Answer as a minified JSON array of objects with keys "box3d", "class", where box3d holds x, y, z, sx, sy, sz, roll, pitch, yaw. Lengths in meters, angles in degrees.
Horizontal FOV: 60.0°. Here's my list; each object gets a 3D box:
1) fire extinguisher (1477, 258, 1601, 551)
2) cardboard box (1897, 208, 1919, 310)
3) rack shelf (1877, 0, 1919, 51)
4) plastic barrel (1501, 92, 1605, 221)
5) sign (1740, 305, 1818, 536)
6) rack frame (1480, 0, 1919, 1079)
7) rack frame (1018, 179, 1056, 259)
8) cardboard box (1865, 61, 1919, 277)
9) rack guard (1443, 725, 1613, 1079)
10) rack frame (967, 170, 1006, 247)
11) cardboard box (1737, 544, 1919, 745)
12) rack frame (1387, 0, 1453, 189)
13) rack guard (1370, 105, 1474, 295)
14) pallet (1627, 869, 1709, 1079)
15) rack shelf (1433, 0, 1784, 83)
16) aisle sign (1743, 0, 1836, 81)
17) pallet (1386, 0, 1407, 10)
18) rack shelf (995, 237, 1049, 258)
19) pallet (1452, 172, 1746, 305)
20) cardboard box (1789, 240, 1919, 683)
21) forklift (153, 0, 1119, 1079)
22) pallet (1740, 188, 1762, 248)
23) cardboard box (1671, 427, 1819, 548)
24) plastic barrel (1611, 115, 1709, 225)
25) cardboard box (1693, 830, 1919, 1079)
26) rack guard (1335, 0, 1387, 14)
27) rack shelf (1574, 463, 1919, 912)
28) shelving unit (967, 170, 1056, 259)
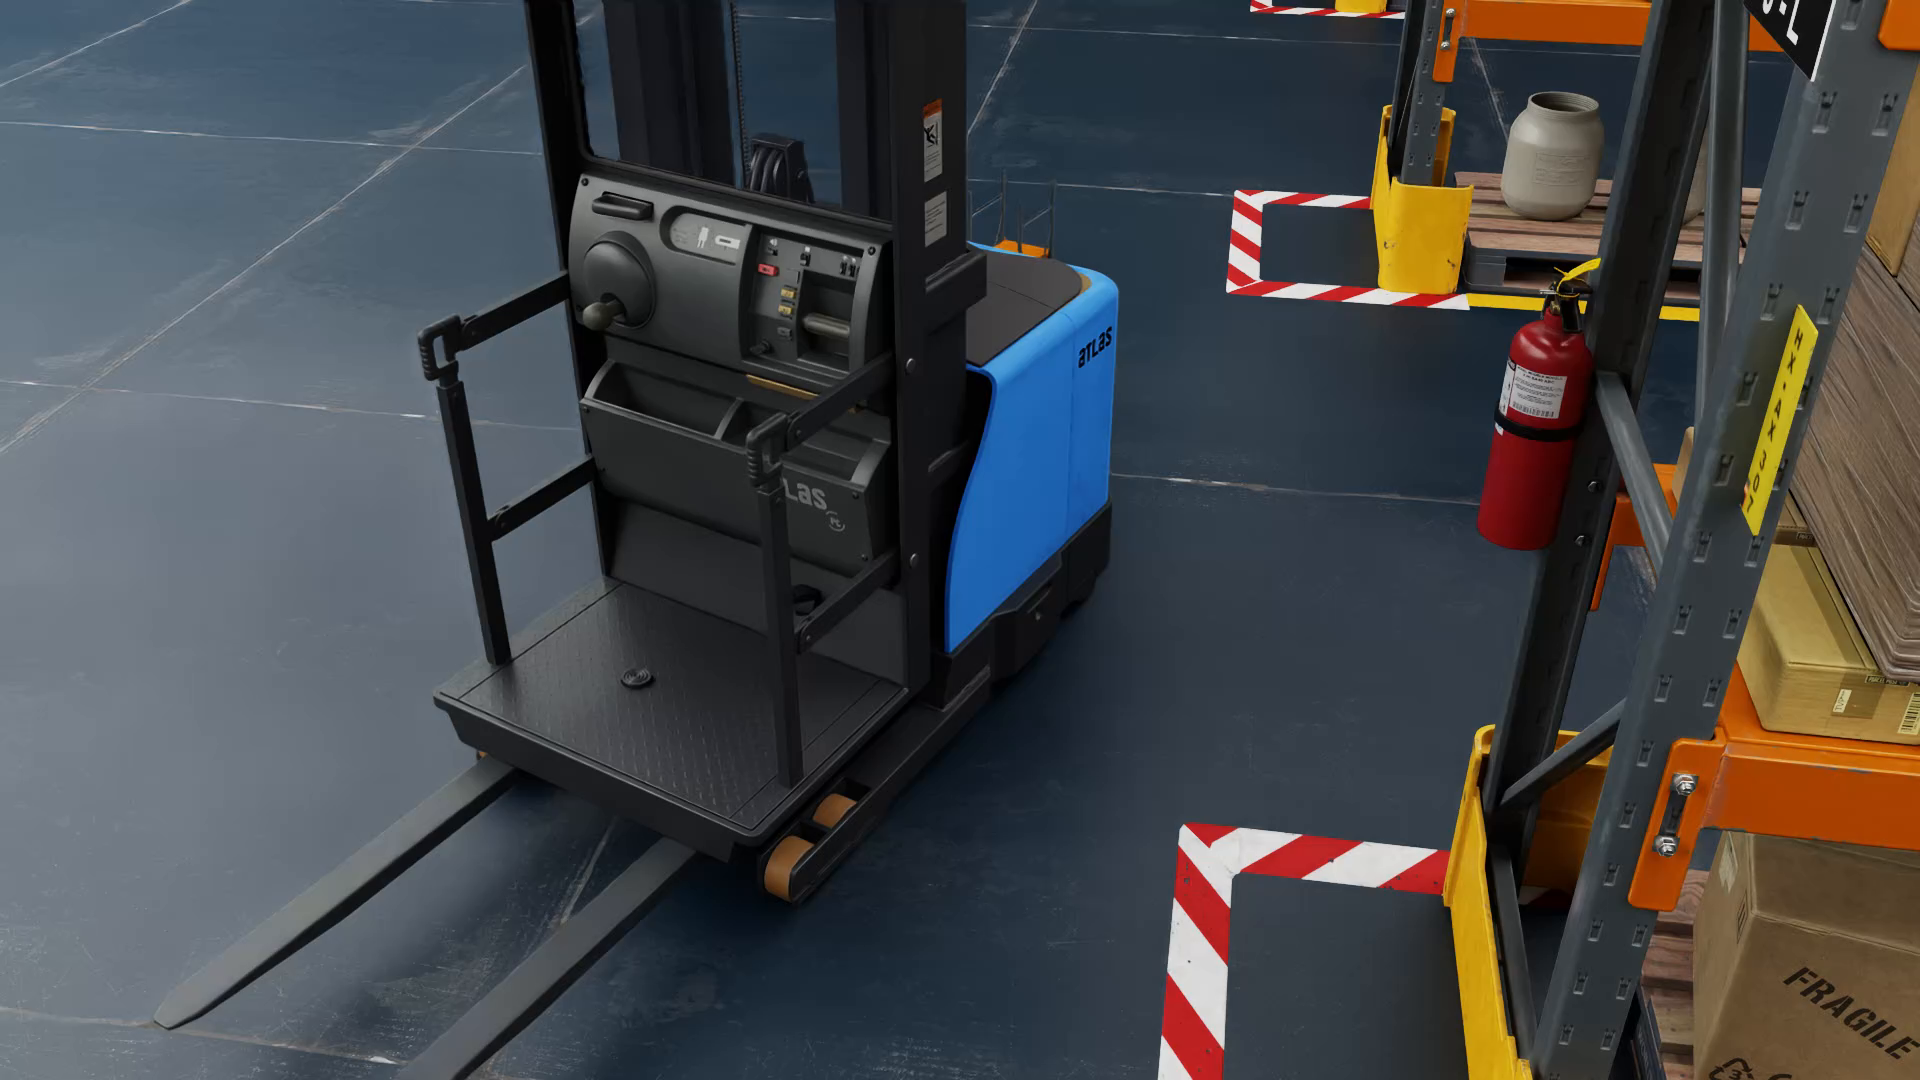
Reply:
[{"box3d":[1.223,-0.304,3.481,0.183,0.674,0.296,5,32,8],"class":"fire extinguisher"},{"box3d":[1.754,-0.486,2.382,0.500,0.500,0.500,5,32,8],"class":"cardboard box"},{"box3d":[3.229,-0.873,2.169,4.000,0.370,1.077,5,32,8],"class":"rack shelf"},{"box3d":[2.753,-1.780,7.716,0.421,0.512,0.421,0,32,0],"class":"plastic barrel"},{"box3d":[1.167,-0.169,2.376,0.005,0.325,0.100,5,32,8],"class":"sign"},{"box3d":[1.258,-0.085,3.059,0.127,3.000,1.000,5,32,8],"class":"rack frame"},{"box3d":[0.243,-0.593,5.566,0.006,1.200,0.240,17,36,25],"class":"rack frame"},{"box3d":[1.842,-0.758,2.817,0.500,0.500,0.500,5,32,8],"class":"cardboard box"},{"box3d":[1.333,0.981,3.712,0.348,0.500,1.175,5,32,8],"class":"rack guard"},{"box3d":[0.085,-0.642,5.644,0.006,1.200,0.240,17,36,25],"class":"rack frame"},{"box3d":[1.499,0.171,2.886,0.250,0.149,0.380,5,32,8],"class":"cardboard box"},{"box3d":[2.091,-2.676,7.198,0.127,3.000,1.000,5,32,8],"class":"rack frame"},{"box3d":[2.174,-1.634,7.889,0.348,0.500,1.175,5,32,8],"class":"rack guard"},{"box3d":[2.128,1.194,3.643,1.213,0.211,1.003,5,32,8],"class":"pallet"},{"box3d":[4.063,-2.192,7.103,4.000,0.370,1.077,5,32,8],"class":"rack shelf"},{"box3d":[1.146,-1.036,2.128,0.004,0.787,0.394,5,32,8],"class":"aisle sign"},{"box3d":[3.689,-4.038,12.002,1.213,0.211,1.003,5,32,8],"class":"pallet"},{"box3d":[0.165,-0.885,5.438,0.180,0.103,0.258,17,36,25],"class":"rack shelf"},{"box3d":[2.974,-1.436,7.846,1.213,0.211,1.003,5,32,8],"class":"pallet"},{"box3d":[1.795,-0.190,2.852,0.500,0.500,0.875,5,32,8],"class":"cardboard box"},{"box3d":[-0.702,-0.596,3.940,1.130,2.935,3.031,18,36,26],"class":"forklift"},{"box3d":[4.173,-1.326,7.670,1.213,0.211,1.003,5,32,8],"class":"pallet"},{"box3d":[1.574,-0.061,3.258,0.250,0.149,0.380,5,32,8],"class":"cardboard box"},{"box3d":[3.247,-1.736,7.645,0.421,0.512,0.421,0,32,0],"class":"plastic barrel"},{"box3d":[1.871,0.861,3.508,0.500,0.500,0.500,11,34,17],"class":"cardboard box"},{"box3d":[2.905,-4.209,12.003,0.348,0.500,1.175,5,32,8],"class":"rack guard"},{"box3d":[3.229,0.398,2.965,4.000,0.370,1.077,5,32,8],"class":"rack shelf"},{"box3d":[0.164,-0.617,5.605,0.189,1.200,0.258,17,36,25],"class":"shelving unit"}]
